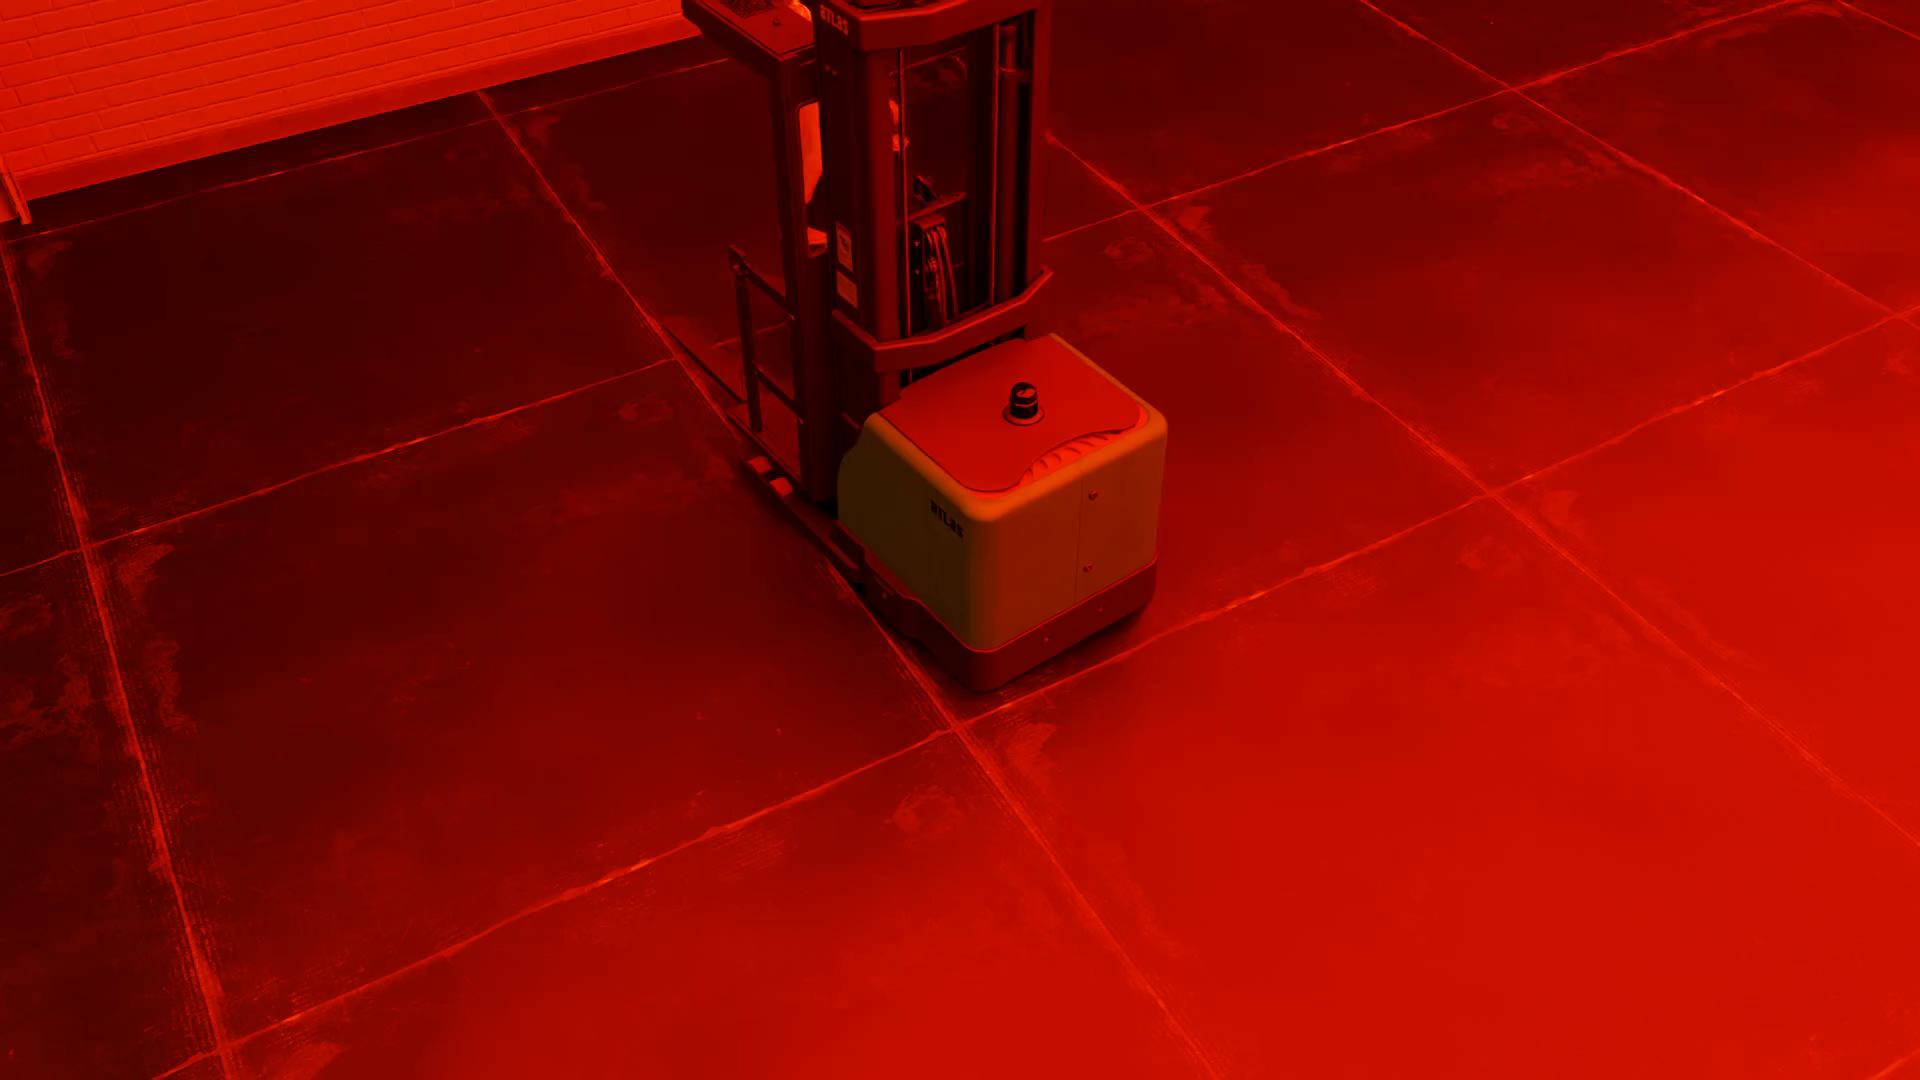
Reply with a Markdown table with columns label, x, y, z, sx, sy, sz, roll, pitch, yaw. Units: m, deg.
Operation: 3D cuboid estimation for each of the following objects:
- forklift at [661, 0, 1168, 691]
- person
| label | x | y | z | sx | sy | sz | roll | pitch | yaw |
| --- | --- | --- | --- | --- | --- | --- | --- | --- | --- |
| forklift | -0.409 | -1.390 | 7.197 | 1.130 | 2.935 | 3.031 | -27 | 49 | -26 |
| person | -0.650 | -2.622 | 9.593 | 1.256 | 1.433 | 0.676 | -32 | 52 | -30 |
